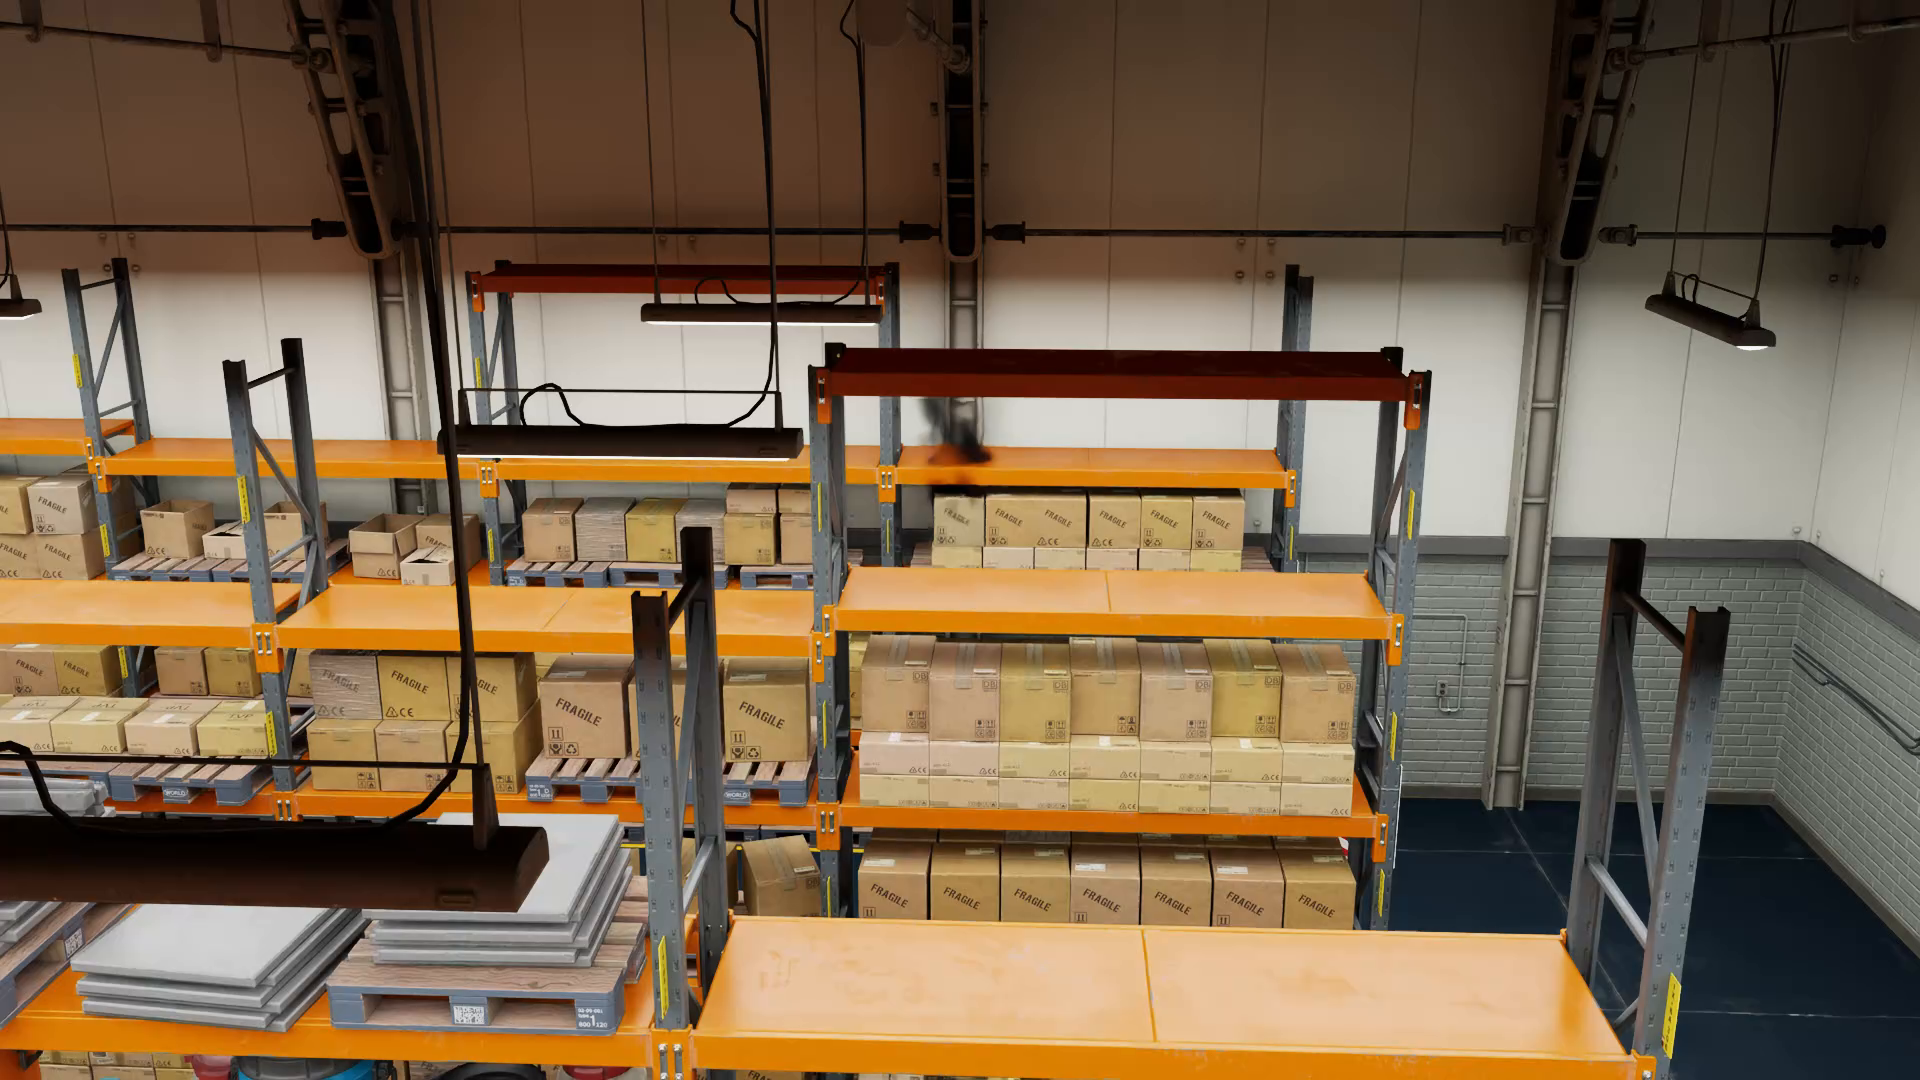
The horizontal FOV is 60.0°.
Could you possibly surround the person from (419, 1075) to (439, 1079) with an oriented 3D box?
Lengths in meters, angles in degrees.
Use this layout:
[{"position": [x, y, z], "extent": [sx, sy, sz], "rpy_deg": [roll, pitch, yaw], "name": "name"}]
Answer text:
[{"position": [-3.424, 4.274, 11.003], "extent": [0.827, 1.653, 0.588], "rpy_deg": [-1, 16, -3], "name": "person"}]
